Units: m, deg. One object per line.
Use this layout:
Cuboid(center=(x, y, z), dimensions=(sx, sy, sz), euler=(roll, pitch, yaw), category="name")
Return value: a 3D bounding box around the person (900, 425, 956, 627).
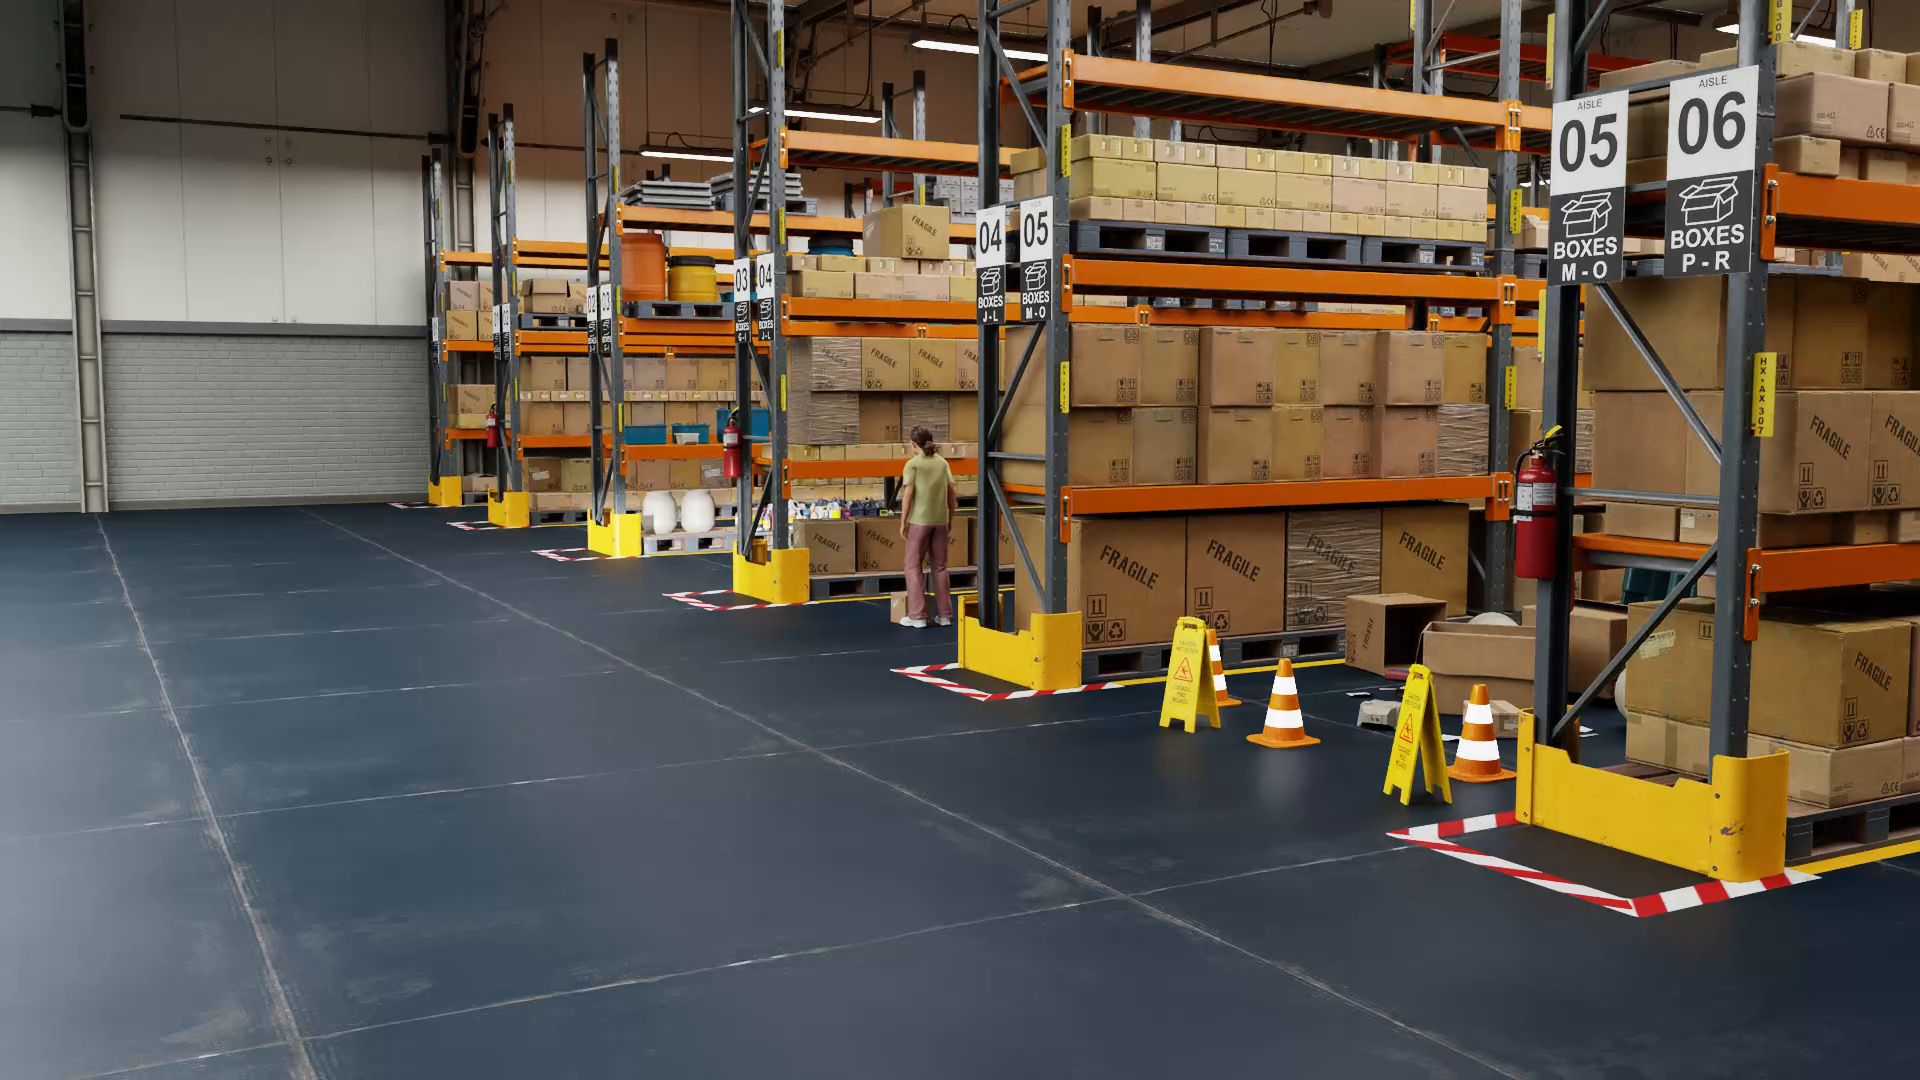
Cuboid(center=(-0.283, -0.118, 13.788), dimensions=(0.497, 1.672, 0.365), euler=(-3, 6, -30), category="person")
